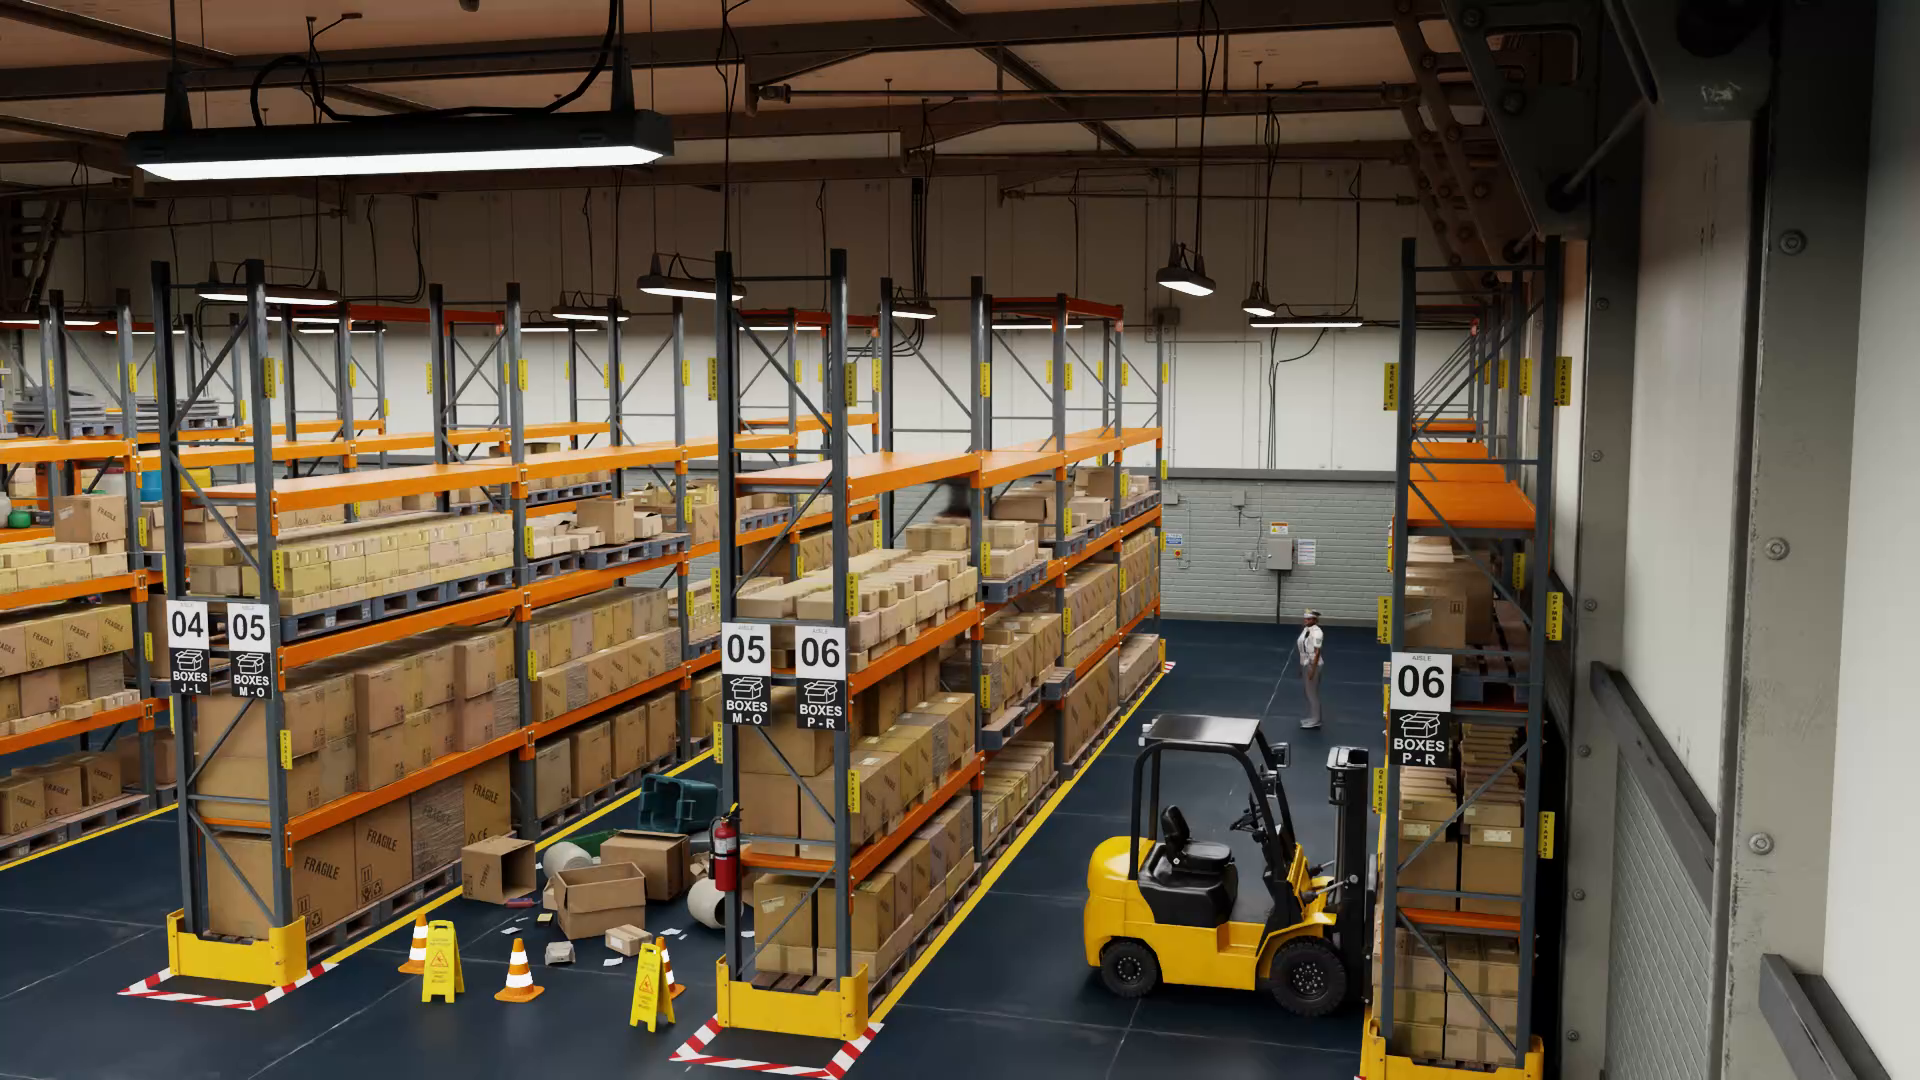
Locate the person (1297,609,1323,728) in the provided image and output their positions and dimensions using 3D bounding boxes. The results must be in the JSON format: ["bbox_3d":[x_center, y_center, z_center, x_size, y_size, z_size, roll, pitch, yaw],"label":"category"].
[{"bbox_3d":[4.994,1.815,23.723,0.353,1.693,0.479,0,6,0],"label":"person"}]

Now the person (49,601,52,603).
[{"bbox_3d":[-15.481,1.413,28.200,0.592,1.662,0.722,2,6,19],"label":"person"}]
